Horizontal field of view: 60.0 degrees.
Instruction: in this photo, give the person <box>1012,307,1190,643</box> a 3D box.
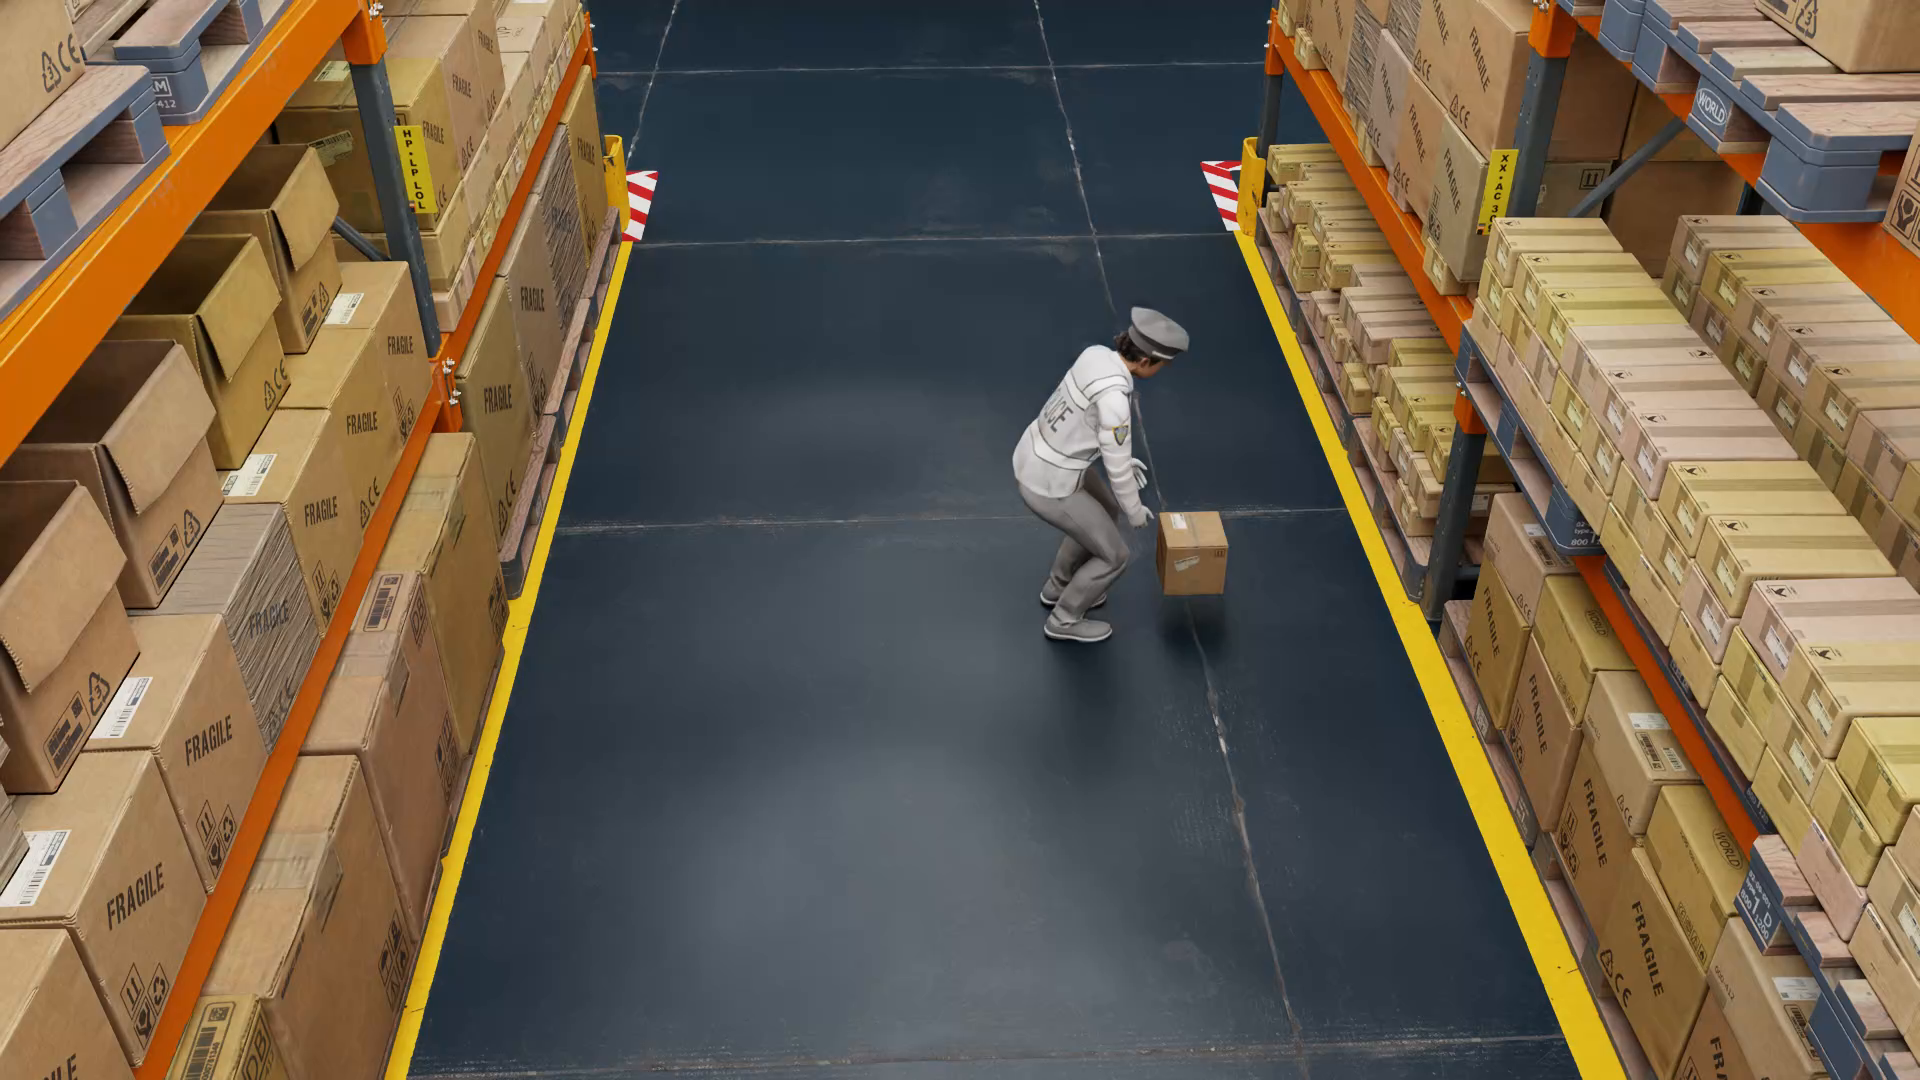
[{"bbox_3d":[0.551,-0.268,6.733,0.666,1.430,0.534,-1,35,-2],"label":"person"}]
